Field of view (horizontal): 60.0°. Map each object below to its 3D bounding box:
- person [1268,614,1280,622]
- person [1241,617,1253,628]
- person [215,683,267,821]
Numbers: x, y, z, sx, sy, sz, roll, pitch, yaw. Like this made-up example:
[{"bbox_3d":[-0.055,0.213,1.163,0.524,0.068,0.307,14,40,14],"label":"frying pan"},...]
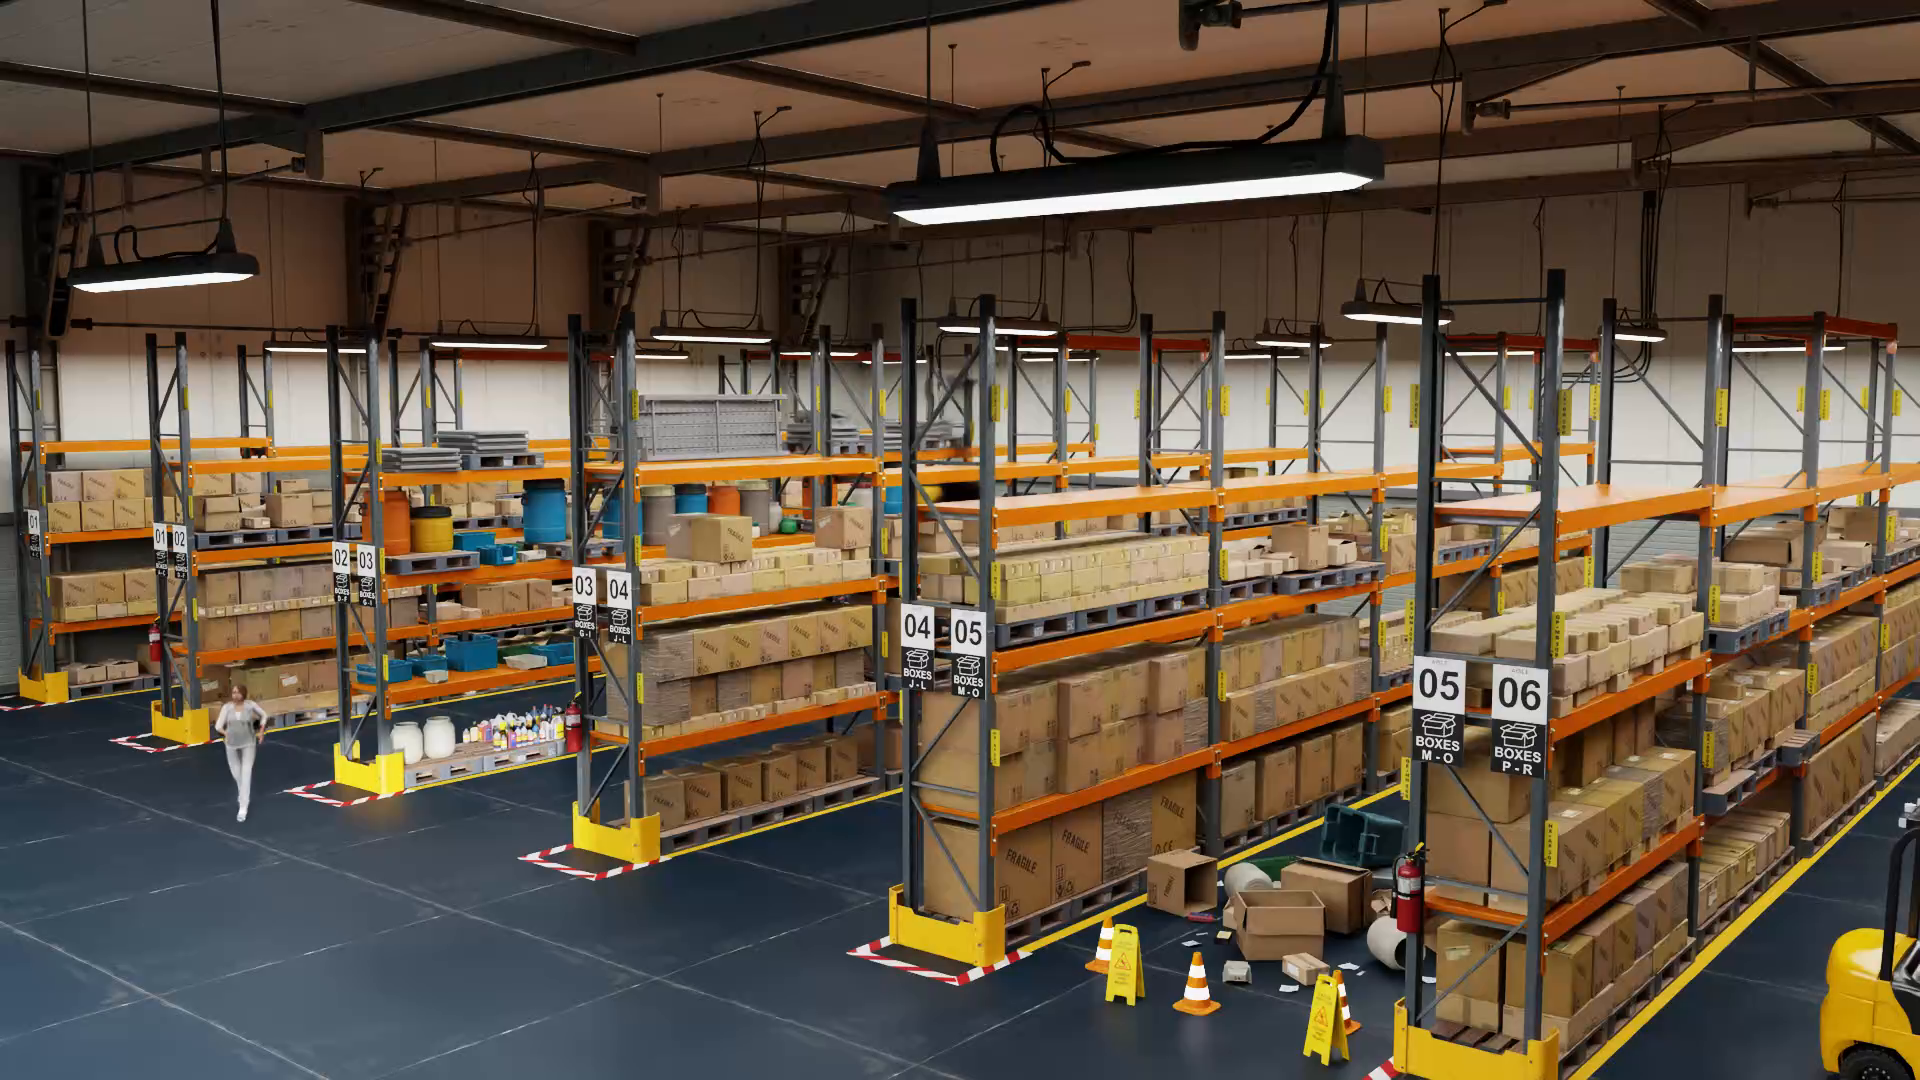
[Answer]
[{"bbox_3d":[5.044,1.975,26.734,0.510,1.600,1.031,4,7,38],"label":"person"},{"bbox_3d":[4.492,1.960,26.069,0.552,1.678,0.948,3,6,28],"label":"person"},{"bbox_3d":[-8.766,2.535,20.289,0.559,1.613,0.857,-1,5,-13],"label":"person"}]
